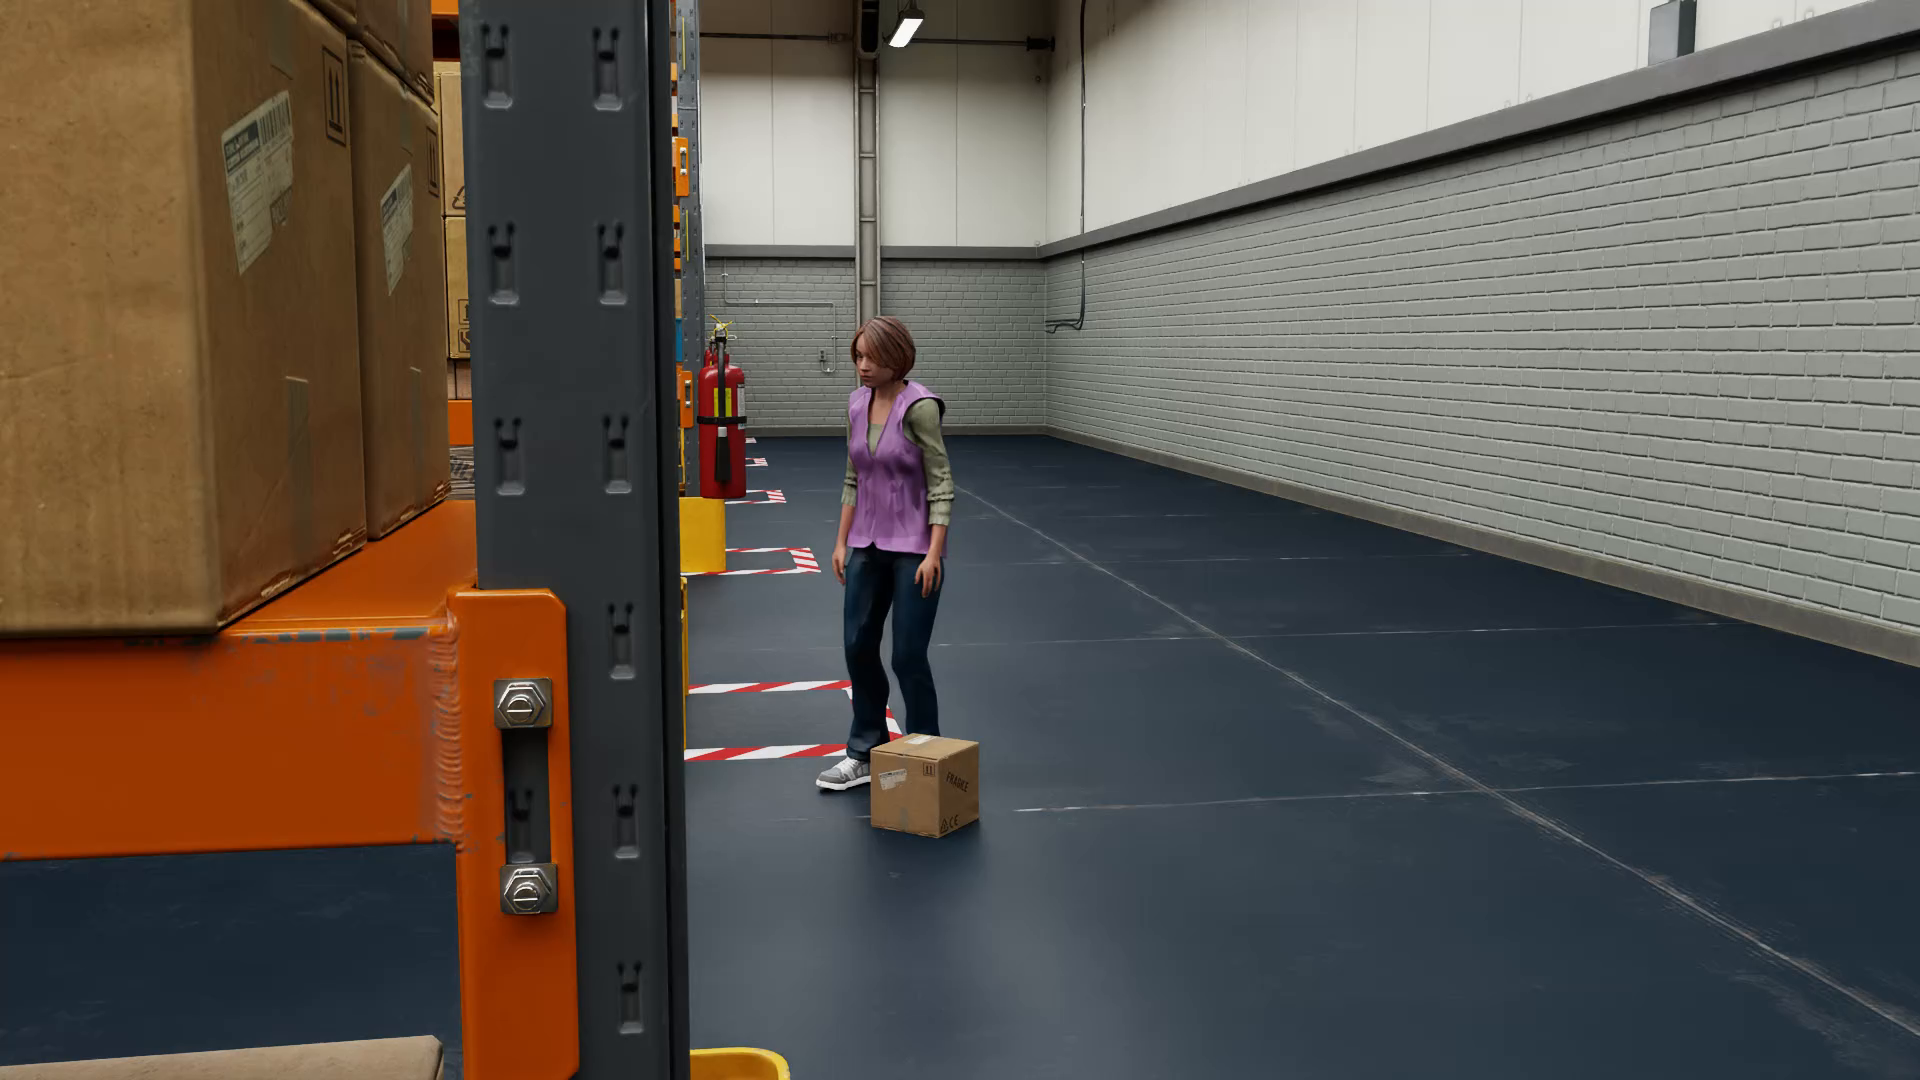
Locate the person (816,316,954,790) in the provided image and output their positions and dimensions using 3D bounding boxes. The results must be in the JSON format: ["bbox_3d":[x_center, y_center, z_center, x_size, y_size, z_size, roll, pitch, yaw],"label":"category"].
[{"bbox_3d":[-0.224,0.064,5.529,0.460,1.581,0.344,5,8,38],"label":"person"}]
